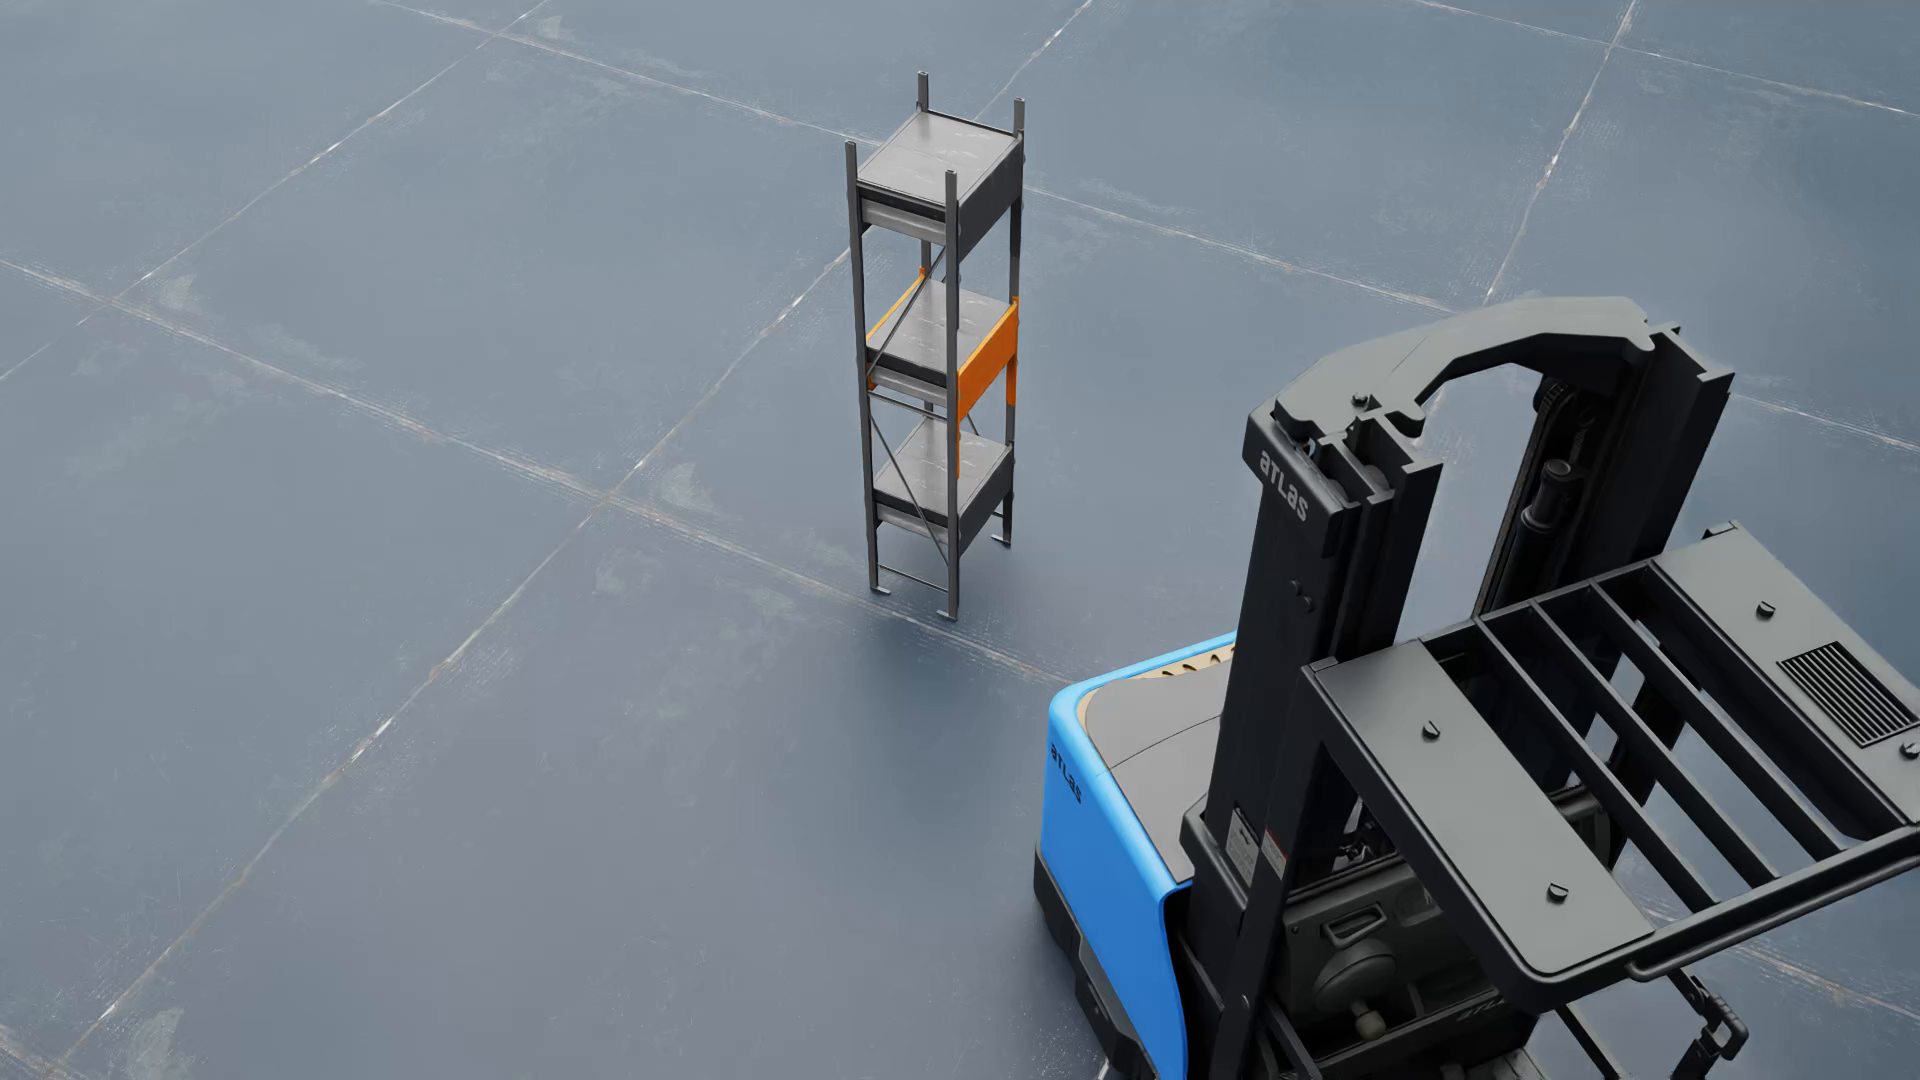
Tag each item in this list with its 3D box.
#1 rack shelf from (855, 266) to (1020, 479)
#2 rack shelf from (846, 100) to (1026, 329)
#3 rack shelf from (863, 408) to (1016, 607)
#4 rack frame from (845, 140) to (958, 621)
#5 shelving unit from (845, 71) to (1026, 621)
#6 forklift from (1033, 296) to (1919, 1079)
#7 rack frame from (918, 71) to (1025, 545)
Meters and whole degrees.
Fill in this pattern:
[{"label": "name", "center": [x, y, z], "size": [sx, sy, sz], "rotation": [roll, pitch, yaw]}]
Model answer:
[{"label": "rack shelf", "center": [-0.077, -0.624, 6.190], "size": [0.431, 0.518, 0.480], "rotation": [20, 49, 19]}, {"label": "rack shelf", "center": [-0.077, -1.116, 5.692], "size": [0.431, 0.518, 0.480], "rotation": [20, 49, 19]}, {"label": "rack shelf", "center": [-0.077, -0.132, 6.688], "size": [0.431, 0.518, 0.480], "rotation": [20, 49, 19]}, {"label": "rack frame", "center": [-0.190, -0.480, 6.028], "size": [0.400, 2.100, 0.015], "rotation": [20, 49, 19]}, {"label": "shelving unit", "center": [-0.077, -0.634, 6.180], "size": [0.431, 2.100, 0.503], "rotation": [20, 49, 19]}, {"label": "forklift", "center": [1.289, 1.025, 3.956], "size": [1.130, 2.935, 3.031], "rotation": [-17, 48, -16]}, {"label": "rack frame", "center": [0.036, -0.788, 6.332], "size": [0.400, 2.100, 0.015], "rotation": [20, 49, 19]}]
